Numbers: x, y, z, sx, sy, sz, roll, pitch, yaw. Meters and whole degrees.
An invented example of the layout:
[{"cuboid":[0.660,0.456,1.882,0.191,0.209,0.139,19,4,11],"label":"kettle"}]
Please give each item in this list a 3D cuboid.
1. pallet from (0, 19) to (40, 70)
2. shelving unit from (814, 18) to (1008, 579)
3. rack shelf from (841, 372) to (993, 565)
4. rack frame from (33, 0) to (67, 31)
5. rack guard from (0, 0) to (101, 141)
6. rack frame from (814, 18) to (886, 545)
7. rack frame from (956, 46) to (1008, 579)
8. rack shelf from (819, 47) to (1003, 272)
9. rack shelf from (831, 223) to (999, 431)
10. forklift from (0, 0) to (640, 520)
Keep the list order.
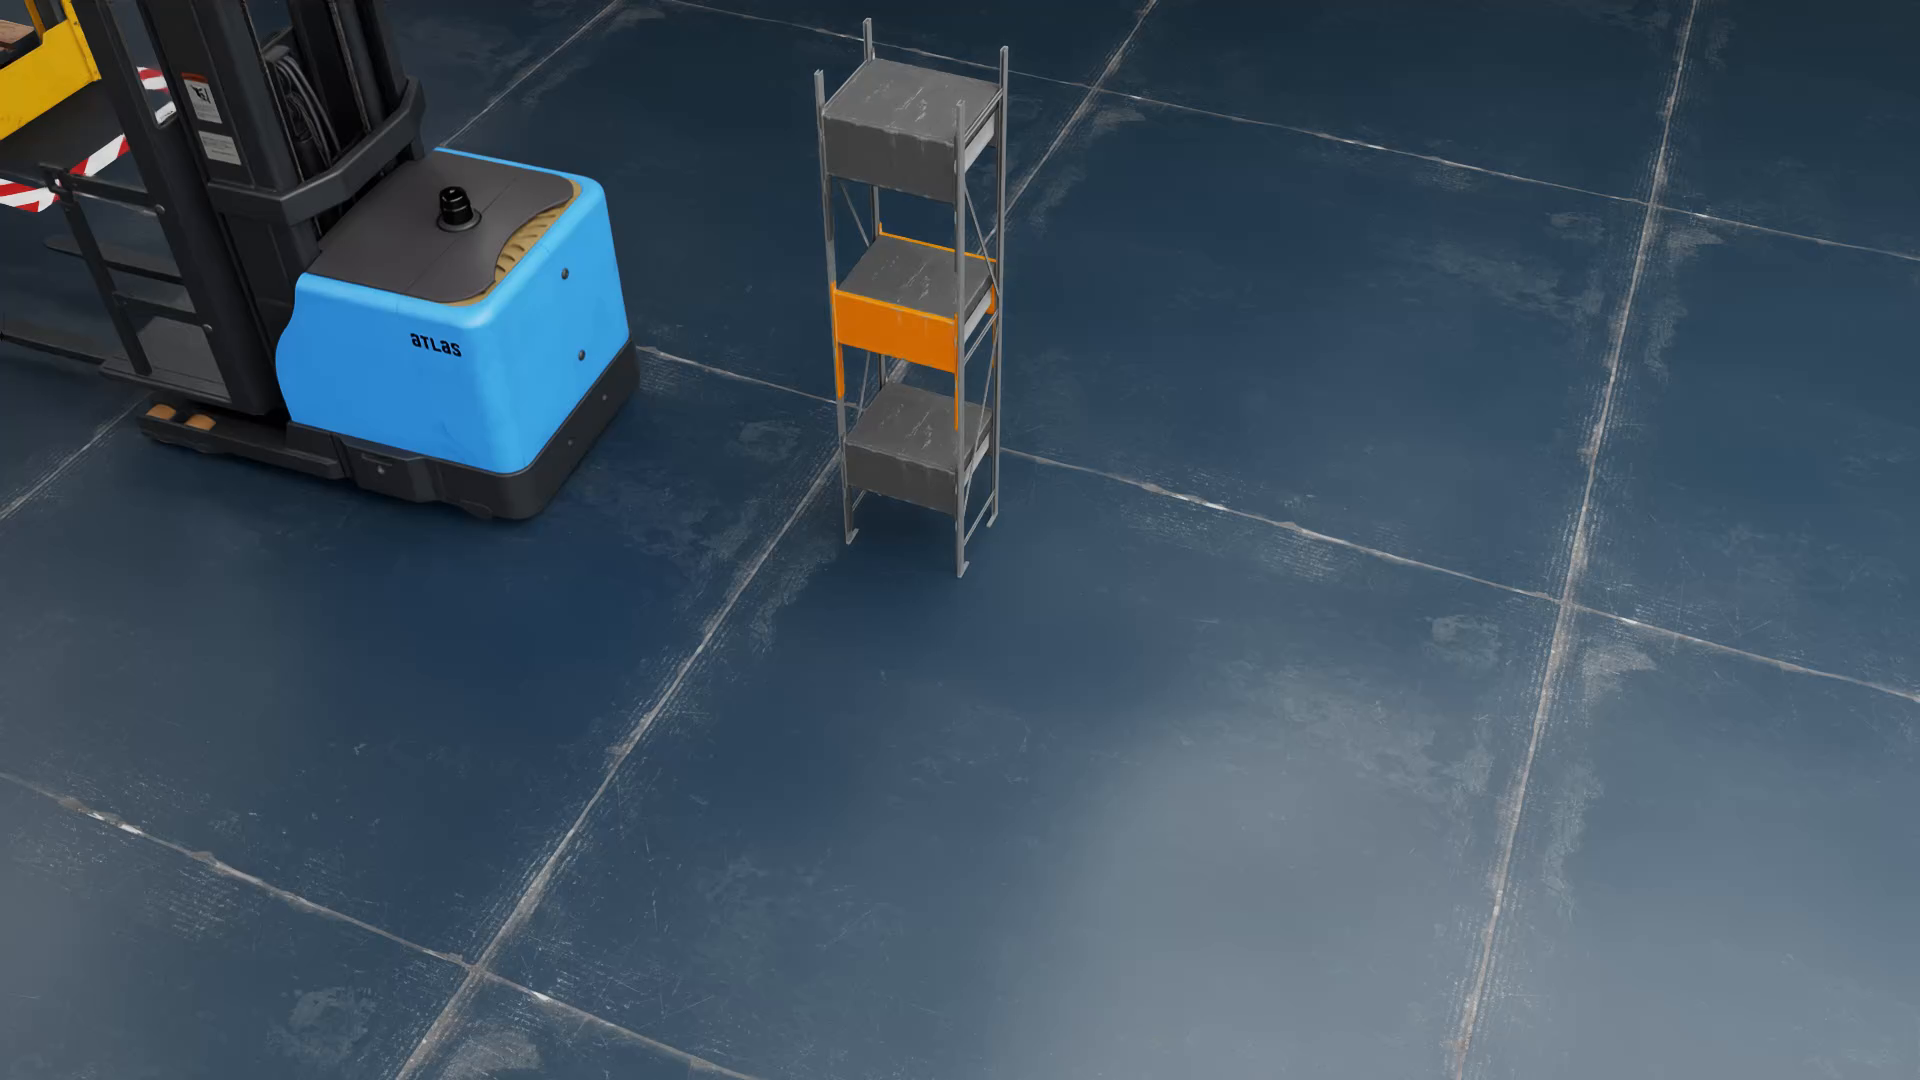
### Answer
[{"cuboid":[-5.933,-2.640,9.254,1.213,0.211,1.003,16,47,16],"label":"pallet"},{"cuboid":[-0.153,-0.789,6.055,0.503,2.100,0.431,16,47,16],"label":"shelving unit"},{"cuboid":[-0.153,-0.283,6.558,0.480,0.518,0.431,16,47,16],"label":"rack shelf"},{"cuboid":[-5.127,-3.364,8.004,0.127,3.000,1.000,16,47,16],"label":"rack frame"},{"cuboid":[-5.197,-2.499,8.907,0.348,0.500,1.175,16,47,16],"label":"rack guard"},{"cuboid":[-0.378,-0.856,6.121,0.015,2.100,0.400,16,47,16],"label":"rack frame"},{"cuboid":[0.072,-0.723,5.988,0.015,2.100,0.400,16,47,16],"label":"rack frame"},{"cuboid":[-0.153,-1.276,5.570,0.480,0.518,0.431,16,47,16],"label":"rack shelf"},{"cuboid":[-0.153,-0.780,6.064,0.480,0.518,0.431,16,47,16],"label":"rack shelf"},{"cuboid":[-2.990,-1.749,6.430,3.031,2.935,1.130,14,46,13],"label":"forklift"}]
